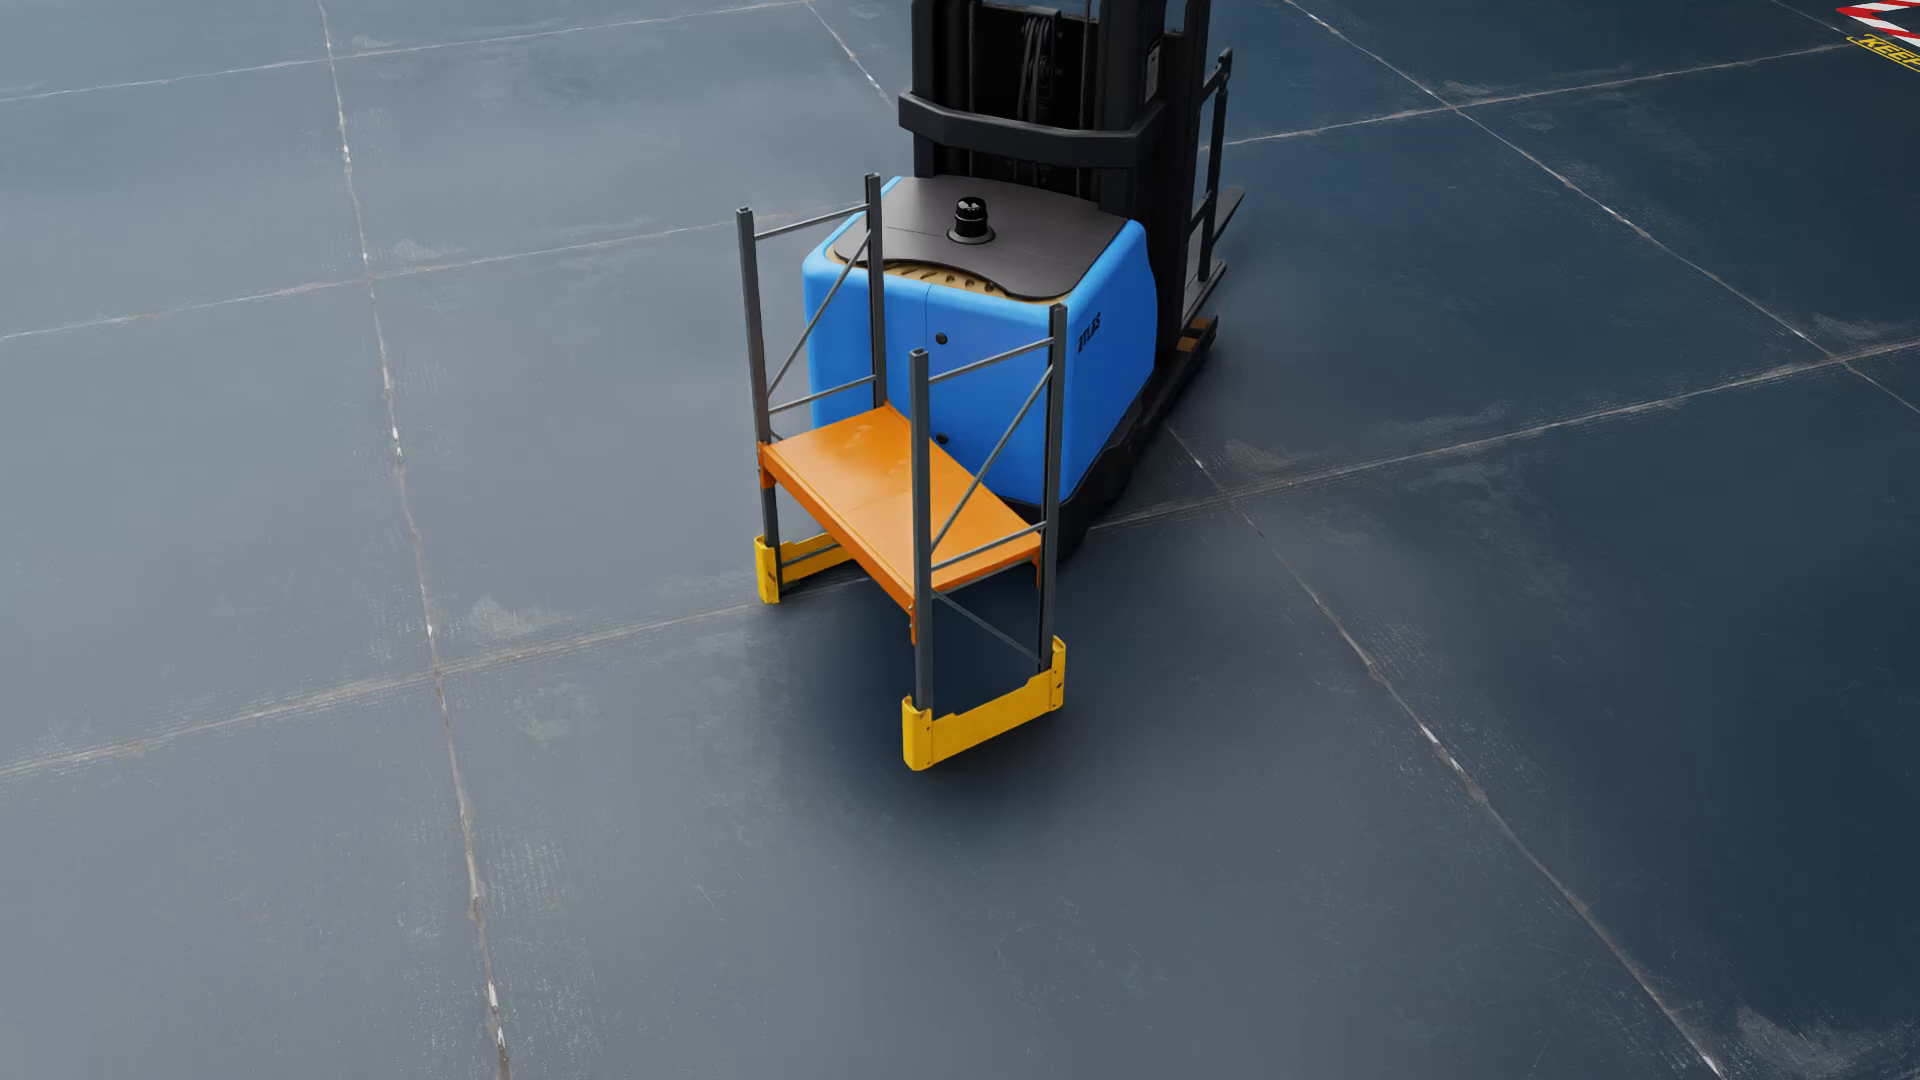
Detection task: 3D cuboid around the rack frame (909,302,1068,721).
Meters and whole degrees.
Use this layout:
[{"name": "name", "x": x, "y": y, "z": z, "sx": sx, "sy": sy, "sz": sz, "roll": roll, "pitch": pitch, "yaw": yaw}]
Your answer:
[{"name": "rack frame", "x": 0.082, "y": 0.024, "z": 4.972, "sx": 0.500, "sy": 1.500, "sz": 0.032, "roll": -21, "pitch": 42, "yaw": -26}]

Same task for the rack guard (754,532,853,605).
[{"name": "rack guard", "x": -0.460, "y": 0.020, "z": 6.016, "sx": 0.587, "sy": 0.250, "sz": 0.087, "roll": -21, "pitch": 42, "yaw": -26}]

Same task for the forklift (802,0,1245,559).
[{"name": "forklift", "x": 0.487, "y": -1.976, "z": 6.437, "sx": 1.130, "sy": 2.935, "sz": 3.031, "roll": 15, "pitch": 39, "yaw": 19}]

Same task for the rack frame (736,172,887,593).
[{"name": "rack frame", "x": -0.471, "y": -0.489, "z": 5.653, "sx": 0.500, "sy": 1.500, "sz": 0.032, "roll": -21, "pitch": 42, "yaw": -26}]

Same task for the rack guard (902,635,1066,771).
[{"name": "rack guard", "x": 0.081, "y": 0.522, "z": 5.349, "sx": 0.587, "sy": 0.250, "sz": 0.087, "roll": -21, "pitch": 42, "yaw": -26}]

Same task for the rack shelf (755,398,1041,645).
[{"name": "rack shelf", "x": -0.194, "y": -0.089, "z": 5.421, "sx": 0.538, "sy": 0.185, "sz": 1.000, "roll": -21, "pitch": 42, "yaw": -26}]

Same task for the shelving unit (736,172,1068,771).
[{"name": "shelving unit", "x": -0.190, "y": -0.228, "z": 5.306, "sx": 0.587, "sy": 1.500, "sz": 1.083, "roll": -21, "pitch": 42, "yaw": -26}]
